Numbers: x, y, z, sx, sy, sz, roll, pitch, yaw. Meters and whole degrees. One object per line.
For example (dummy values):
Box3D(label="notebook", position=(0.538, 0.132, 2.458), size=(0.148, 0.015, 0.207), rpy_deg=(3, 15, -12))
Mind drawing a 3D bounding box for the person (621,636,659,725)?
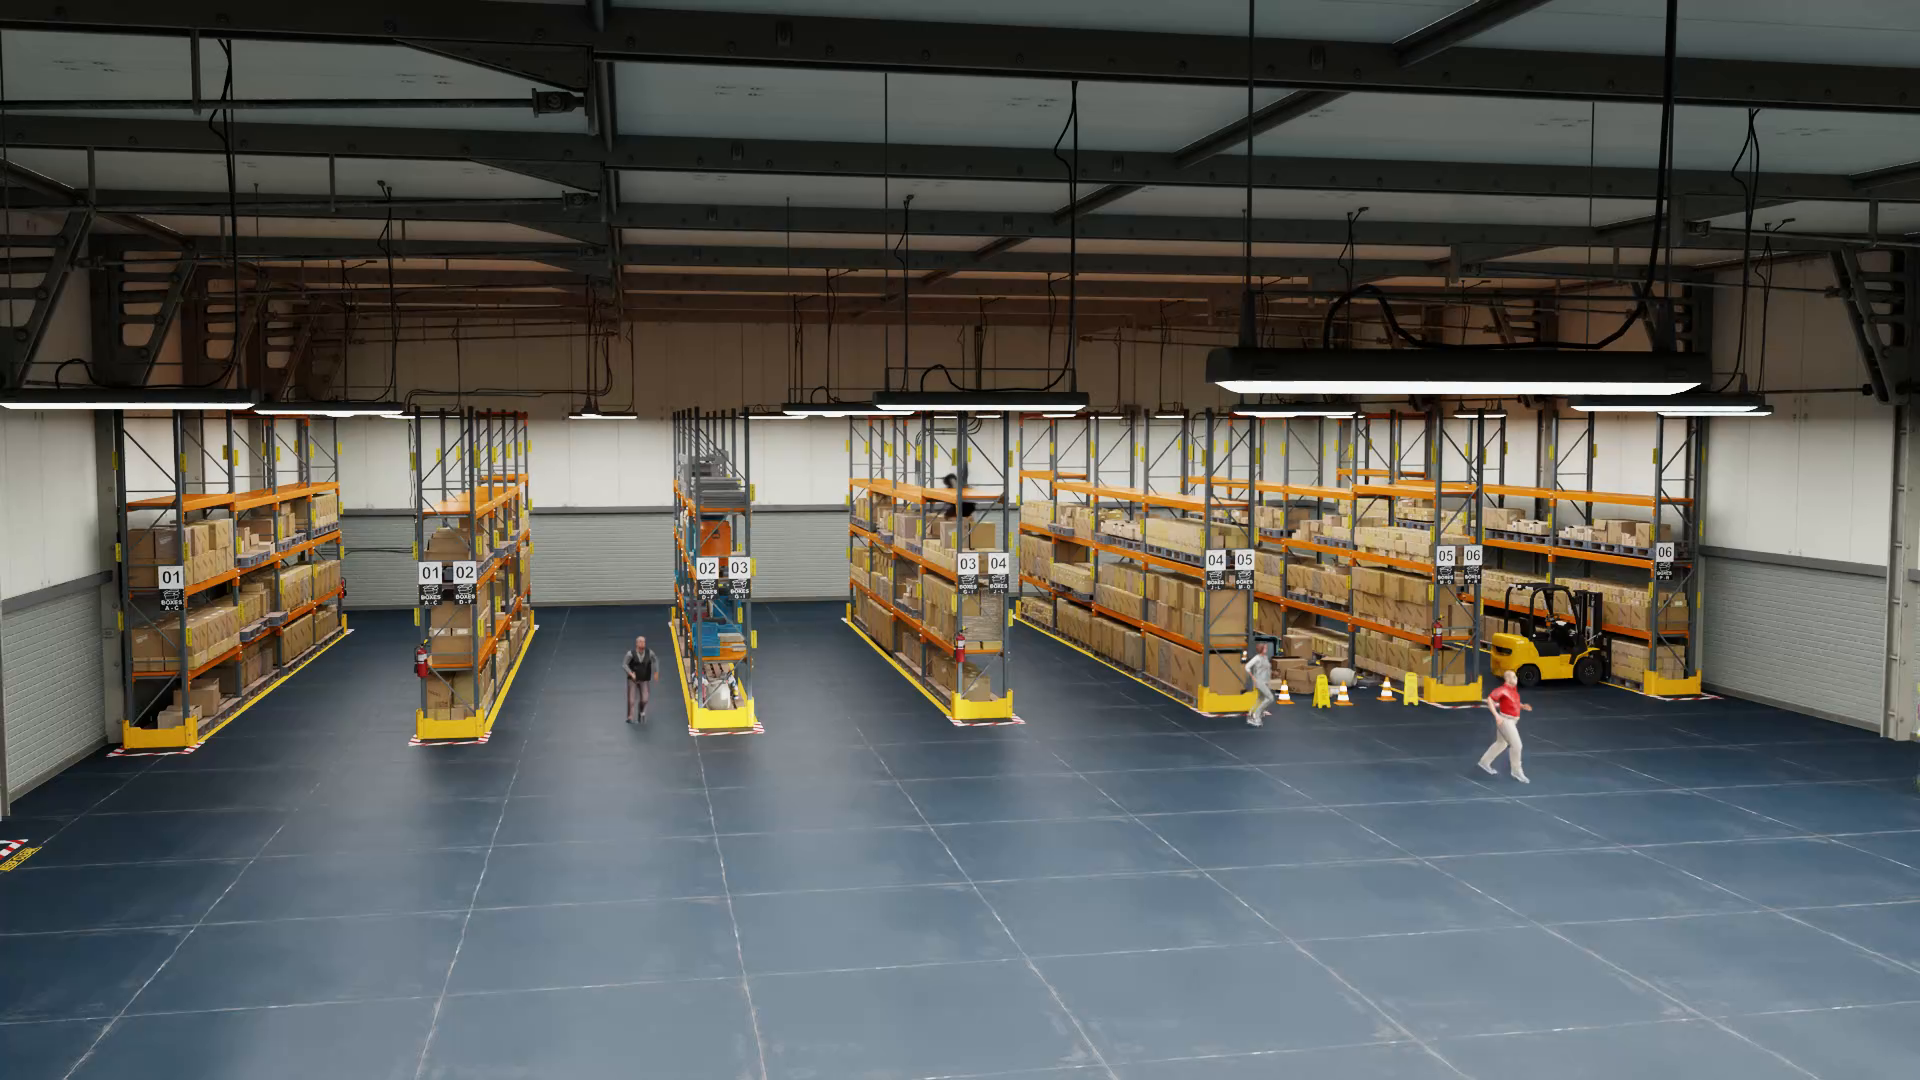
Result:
Box3D(label="person", position=(-6.007, 2.654, 31.306), size=(0.714, 1.684, 0.621), rpy_deg=(-1, 4, -16))

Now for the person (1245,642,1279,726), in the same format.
Box3D(label="person", position=(5.669, 2.705, 31.151), size=(0.637, 1.566, 0.509), rpy_deg=(2, 5, 31))

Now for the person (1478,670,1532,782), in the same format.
Box3D(label="person", position=(8.756, 3.004, 26.702), size=(0.852, 1.700, 0.650), rpy_deg=(2, 5, 28))
